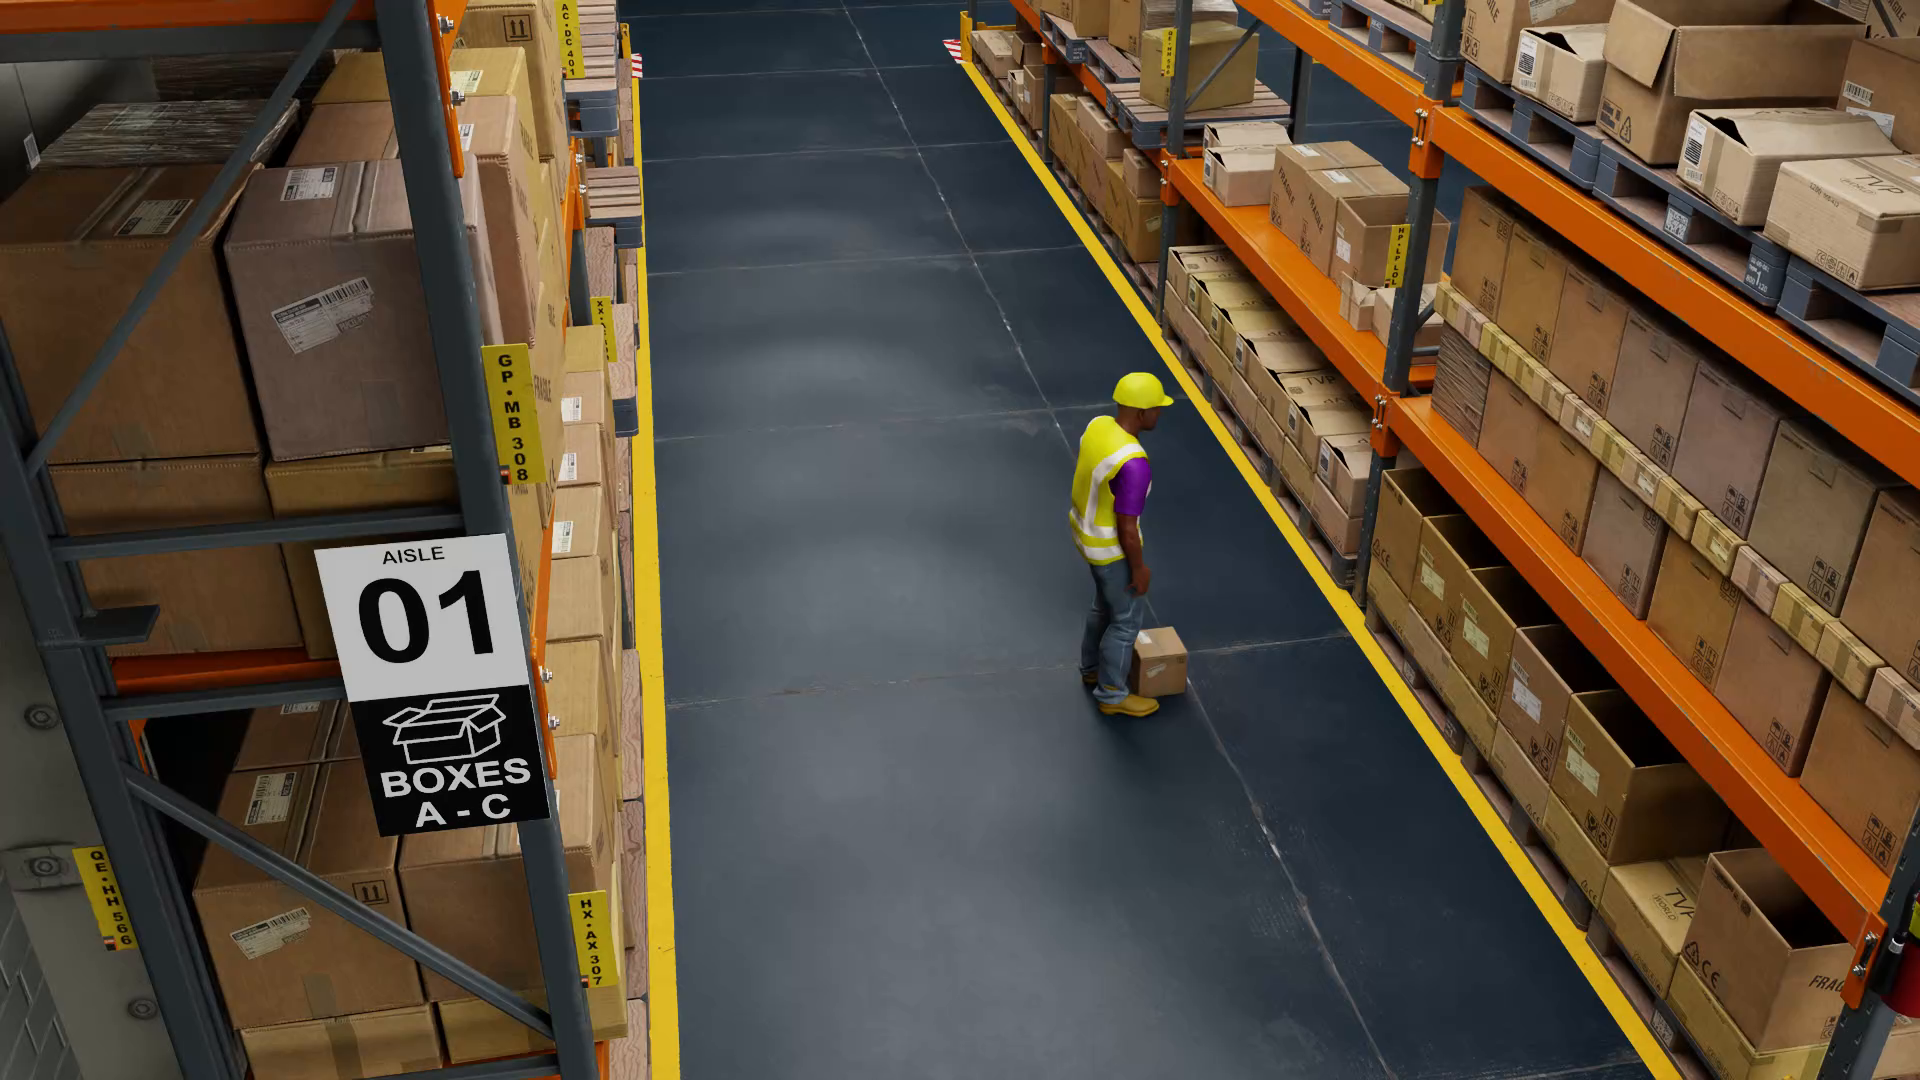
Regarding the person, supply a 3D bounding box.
[{"bbox_3d":[0.777,0.007,8.112,0.461,1.756,0.621,-7,31,-11],"label":"person"}]
